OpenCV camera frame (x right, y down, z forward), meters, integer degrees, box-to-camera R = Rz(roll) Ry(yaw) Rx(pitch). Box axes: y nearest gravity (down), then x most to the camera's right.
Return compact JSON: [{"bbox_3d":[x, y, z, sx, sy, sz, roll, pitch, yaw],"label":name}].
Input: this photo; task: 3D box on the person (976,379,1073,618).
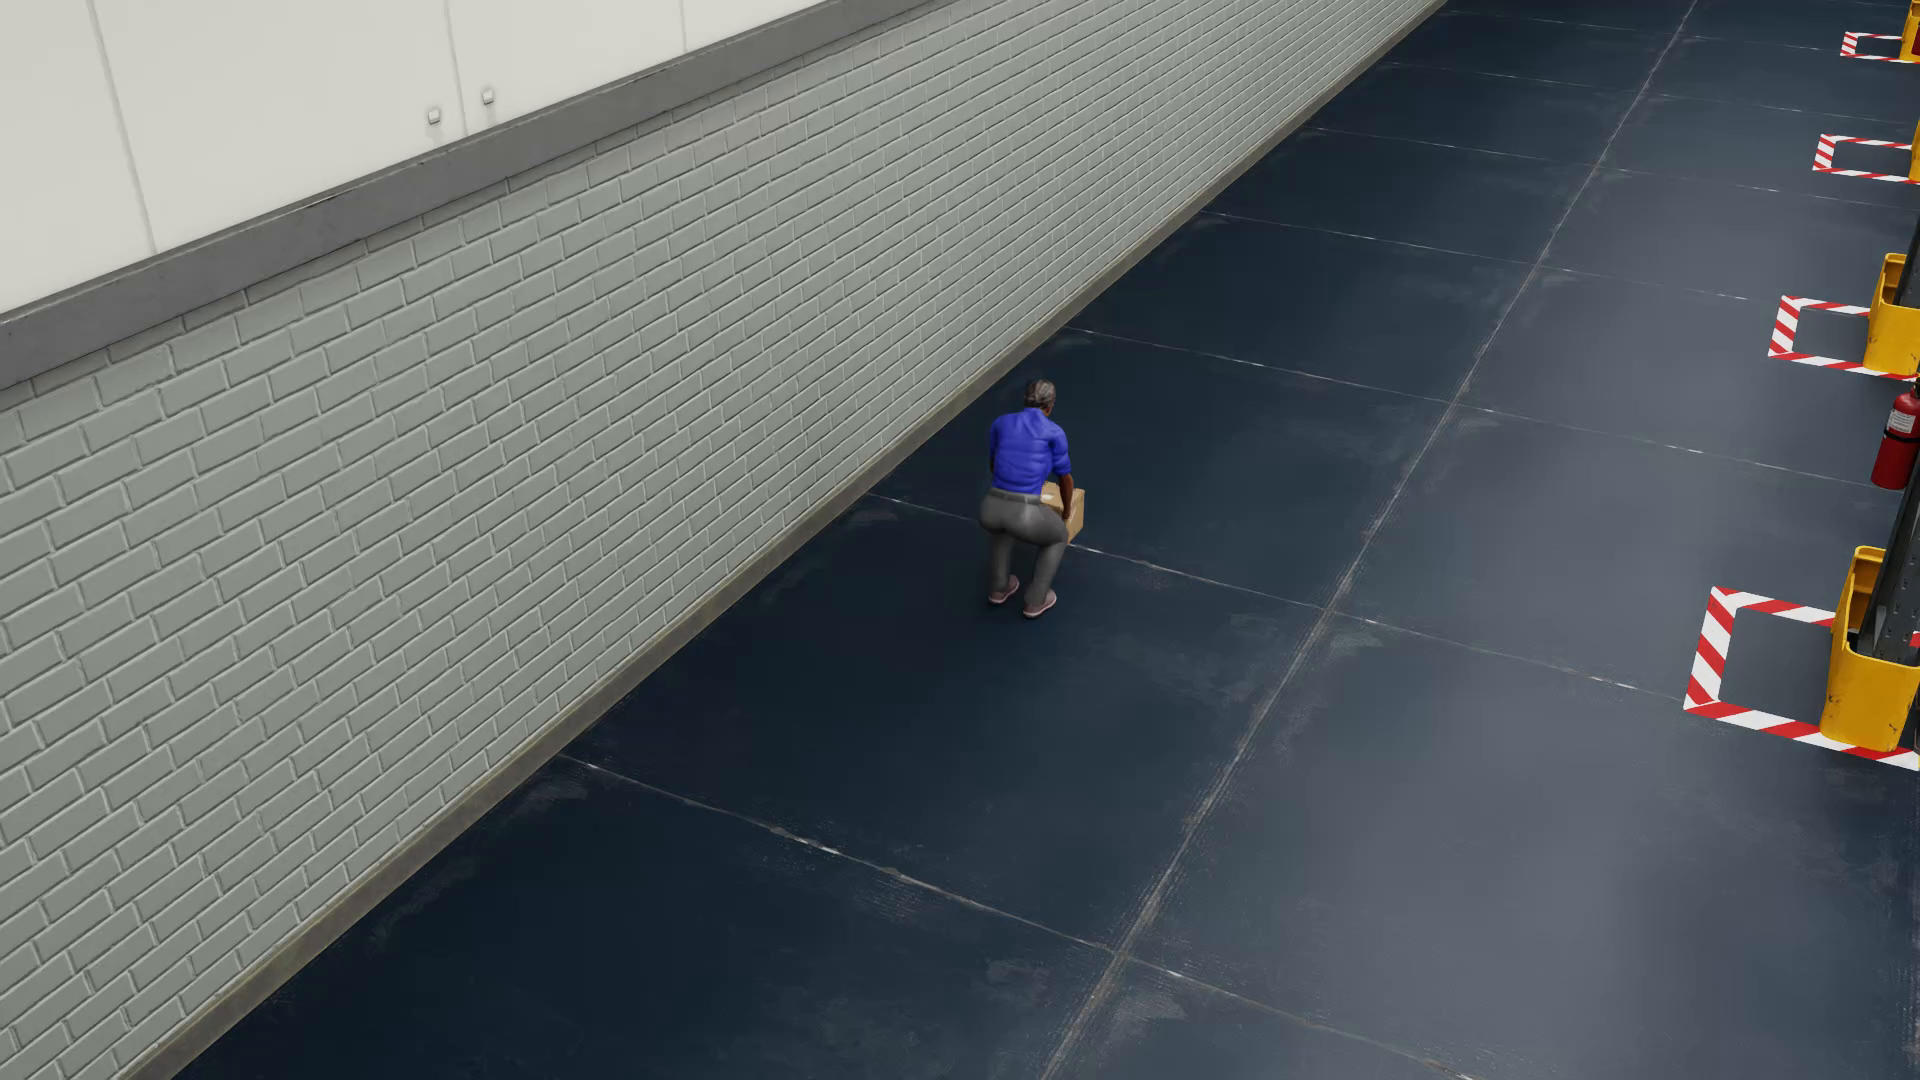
[{"bbox_3d":[0.331,-0.212,9.094,0.500,1.223,0.706,15,33,23],"label":"person"}]
